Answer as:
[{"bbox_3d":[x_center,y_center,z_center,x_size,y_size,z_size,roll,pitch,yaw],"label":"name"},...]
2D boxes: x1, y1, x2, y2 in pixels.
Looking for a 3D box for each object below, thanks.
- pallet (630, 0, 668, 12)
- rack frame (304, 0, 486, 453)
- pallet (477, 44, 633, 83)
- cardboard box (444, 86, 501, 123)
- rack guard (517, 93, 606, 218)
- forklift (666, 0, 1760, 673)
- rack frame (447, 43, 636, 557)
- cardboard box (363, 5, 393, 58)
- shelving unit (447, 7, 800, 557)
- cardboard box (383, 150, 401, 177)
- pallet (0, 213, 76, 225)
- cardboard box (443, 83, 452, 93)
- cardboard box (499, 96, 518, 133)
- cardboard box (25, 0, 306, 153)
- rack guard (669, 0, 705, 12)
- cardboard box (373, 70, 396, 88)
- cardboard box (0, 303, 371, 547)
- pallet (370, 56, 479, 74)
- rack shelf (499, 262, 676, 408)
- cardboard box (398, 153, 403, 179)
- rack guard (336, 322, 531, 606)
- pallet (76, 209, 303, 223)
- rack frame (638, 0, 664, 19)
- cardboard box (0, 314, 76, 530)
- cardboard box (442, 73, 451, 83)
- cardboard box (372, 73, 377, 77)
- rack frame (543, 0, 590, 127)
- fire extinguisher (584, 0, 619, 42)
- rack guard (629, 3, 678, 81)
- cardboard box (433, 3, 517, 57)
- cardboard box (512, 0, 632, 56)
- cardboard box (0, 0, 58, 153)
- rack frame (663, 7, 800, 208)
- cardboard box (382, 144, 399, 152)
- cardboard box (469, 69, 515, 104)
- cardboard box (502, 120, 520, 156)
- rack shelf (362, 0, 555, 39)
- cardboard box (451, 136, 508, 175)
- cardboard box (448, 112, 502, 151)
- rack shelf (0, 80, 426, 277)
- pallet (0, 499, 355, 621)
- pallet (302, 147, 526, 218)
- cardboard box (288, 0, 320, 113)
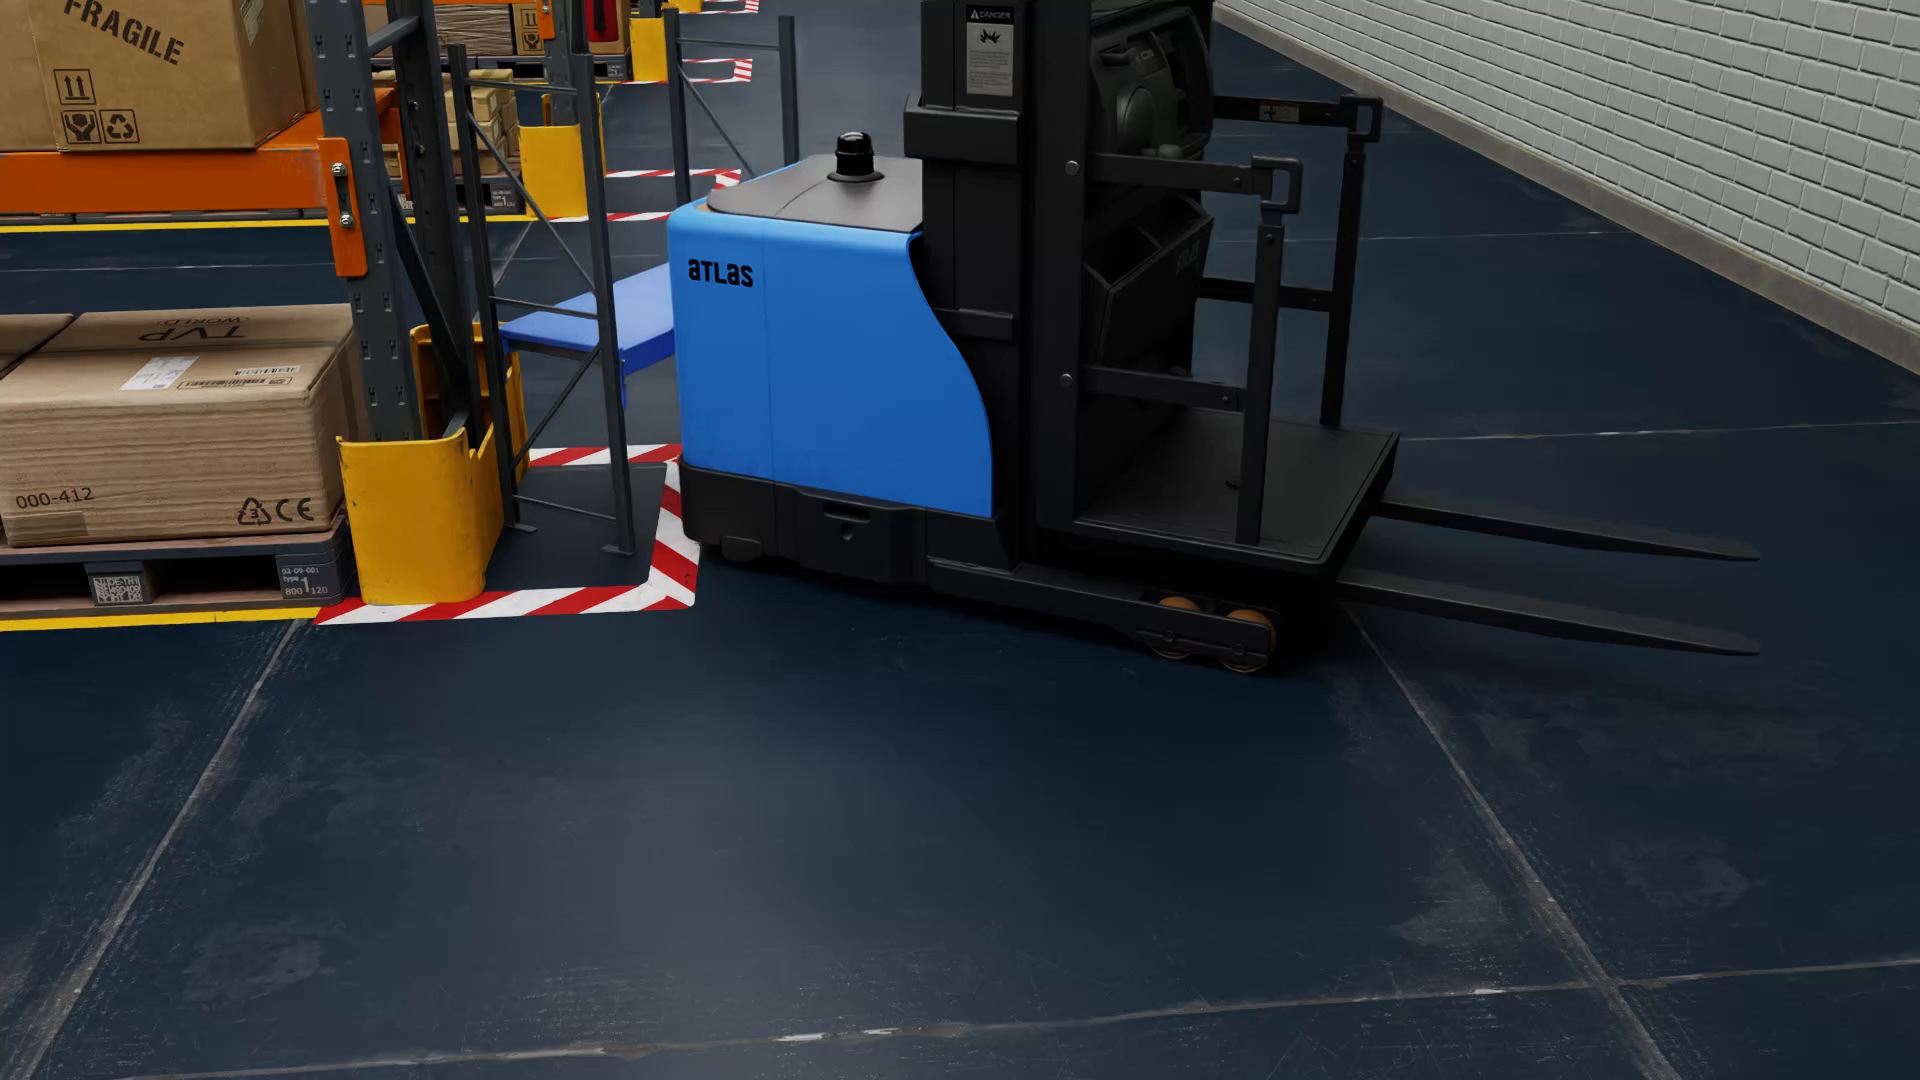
[{"bbox_3d":[-3.940,-6.135,18.793,1.213,0.211,1.003,-2,24,-5],"label":"pallet"},{"bbox_3d":[-1.655,-1.419,4.749,0.127,3.000,1.000,-2,24,-5],"label":"rack frame"},{"bbox_3d":[-3.417,-4.087,14.185,1.213,0.211,1.003,-2,24,-5],"label":"pallet"},{"bbox_3d":[-2.744,-2.453,9.337,0.250,0.149,0.380,-2,24,-5],"label":"cardboard box"},{"bbox_3d":[-2.318,-2.271,9.743,0.348,0.500,1.175,-2,24,-5],"label":"rack guard"},{"bbox_3d":[0.708,-1.229,4.407,3.031,2.935,1.130,10,26,22],"label":"forklift"},{"bbox_3d":[-1.233,-0.685,4.944,0.500,1.500,0.032,12,27,25],"label":"rack frame"},{"bbox_3d":[-5.049,-4.516,13.816,0.875,0.875,0.875,-2,24,-5],"label":"cardboard box"},{"bbox_3d":[-0.999,-0.868,5.357,0.538,1.500,1.048,12,27,25],"label":"shelving unit"},{"bbox_3d":[-3.263,-2.173,9.438,0.250,0.149,0.380,-2,24,-5],"label":"cardboard box"},{"bbox_3d":[-5.558,-2.023,9.541,1.213,0.211,1.003,-2,24,-5],"label":"pallet"},{"bbox_3d":[-3.000,-2.466,9.366,0.250,0.149,0.380,-2,24,-4],"label":"cardboard box"},{"bbox_3d":[-2.789,-2.524,9.862,0.250,0.149,0.380,-1,24,-3],"label":"cardboard box"},{"bbox_3d":[-2.109,-1.338,4.445,0.500,0.500,0.500,-2,24,-5],"label":"cardboard box"},{"bbox_3d":[-3.093,-6.291,18.787,0.348,0.500,1.175,-2,24,-5],"label":"rack guard"},{"bbox_3d":[-3.323,-2.675,9.836,0.250,0.149,0.380,-2,24,-5],"label":"cardboard box"},{"bbox_3d":[-2.302,-0.373,5.034,0.875,0.438,0.875,-3,24,-7],"label":"cardboard box"},{"bbox_3d":[-4.628,-4.039,14.078,1.213,0.211,1.003,-2,24,-5],"label":"pallet"},{"bbox_3d":[-0.999,-0.704,5.430,0.538,0.185,1.000,12,27,25],"label":"rack shelf"},{"bbox_3d":[-2.991,-2.148,9.383,0.250,0.149,0.380,-2,24,-4],"label":"cardboard box"},{"bbox_3d":[-1.631,-0.278,5.259,0.348,0.500,1.175,-2,24,-5],"label":"rack guard"},{"bbox_3d":[-4.341,-2.073,9.654,1.213,0.211,1.003,-2,24,-5],"label":"pallet"},{"bbox_3d":[-2.629,-5.425,13.761,0.127,3.000,1.000,-2,24,-5],"label":"rack frame"},{"bbox_3d":[-3.212,-0.333,4.945,0.875,0.438,0.875,-2,24,-4],"label":"cardboard box"},{"bbox_3d":[-3.059,-2.634,9.743,0.250,0.149,0.380,-2,24,-4],"label":"cardboard box"},{"bbox_3d":[-3.561,-2.632,9.739,0.250,0.149,0.380,-3,24,-8],"label":"cardboard box"},{"bbox_3d":[-2.242,-3.416,9.242,0.127,3.000,1.000,-2,24,-5],"label":"rack frame"},{"bbox_3d":[-1.946,-3.034,8.936,0.183,0.674,0.296,-2,24,-5],"label":"fire extinguisher"},{"bbox_3d":[-2.605,-4.283,14.271,0.348,0.500,1.175,-2,24,-5],"label":"rack guard"},{"bbox_3d":[-4.164,-4.551,13.896,0.875,0.875,0.875,-2,24,-5],"label":"cardboard box"},{"bbox_3d":[-3.258,-4.588,13.977,0.875,0.875,0.875,-2,24,-5],"label":"cardboard box"},{"bbox_3d":[-2.610,-1.325,4.414,0.500,0.500,0.500,-3,24,-6],"label":"cardboard box"},{"bbox_3d":[-0.765,-1.052,5.769,0.500,1.500,0.032,12,27,25],"label":"rack frame"},{"bbox_3d":[-3.256,-2.283,9.320,0.250,0.149,0.380,-3,24,-7],"label":"cardboard box"},{"bbox_3d":[-2.797,-2.693,9.877,0.250,0.149,0.380,-3,24,-8],"label":"cardboard box"},{"bbox_3d":[-2.795,-2.413,9.980,0.250,0.149,0.380,-2,24,-4],"label":"cardboard box"},{"bbox_3d":[-4.232,-3.007,9.208,4.000,0.370,1.077,-2,24,-5],"label":"rack shelf"},{"bbox_3d":[-2.745,-2.200,9.499,0.250,0.149,0.380,-2,24,-4],"label":"cardboard box"},{"bbox_3d":[-2.739,-2.304,9.368,0.250,0.149,0.380,-3,24,-7],"label":"cardboard box"},{"bbox_3d":[-3.645,-1.010,4.716,4.000,0.370,1.077,-2,24,-5],"label":"rack shelf"},{"bbox_3d":[-2.443,-0.081,5.173,1.213,0.211,1.003,-2,24,-5],"label":"pallet"},{"bbox_3d":[-3.130,-2.120,9.761,1.213,0.211,1.003,-2,24,-5],"label":"pallet"},{"bbox_3d":[-2.161,-1.562,4.947,0.500,0.500,0.500,-2,24,-6],"label":"cardboard box"}]
